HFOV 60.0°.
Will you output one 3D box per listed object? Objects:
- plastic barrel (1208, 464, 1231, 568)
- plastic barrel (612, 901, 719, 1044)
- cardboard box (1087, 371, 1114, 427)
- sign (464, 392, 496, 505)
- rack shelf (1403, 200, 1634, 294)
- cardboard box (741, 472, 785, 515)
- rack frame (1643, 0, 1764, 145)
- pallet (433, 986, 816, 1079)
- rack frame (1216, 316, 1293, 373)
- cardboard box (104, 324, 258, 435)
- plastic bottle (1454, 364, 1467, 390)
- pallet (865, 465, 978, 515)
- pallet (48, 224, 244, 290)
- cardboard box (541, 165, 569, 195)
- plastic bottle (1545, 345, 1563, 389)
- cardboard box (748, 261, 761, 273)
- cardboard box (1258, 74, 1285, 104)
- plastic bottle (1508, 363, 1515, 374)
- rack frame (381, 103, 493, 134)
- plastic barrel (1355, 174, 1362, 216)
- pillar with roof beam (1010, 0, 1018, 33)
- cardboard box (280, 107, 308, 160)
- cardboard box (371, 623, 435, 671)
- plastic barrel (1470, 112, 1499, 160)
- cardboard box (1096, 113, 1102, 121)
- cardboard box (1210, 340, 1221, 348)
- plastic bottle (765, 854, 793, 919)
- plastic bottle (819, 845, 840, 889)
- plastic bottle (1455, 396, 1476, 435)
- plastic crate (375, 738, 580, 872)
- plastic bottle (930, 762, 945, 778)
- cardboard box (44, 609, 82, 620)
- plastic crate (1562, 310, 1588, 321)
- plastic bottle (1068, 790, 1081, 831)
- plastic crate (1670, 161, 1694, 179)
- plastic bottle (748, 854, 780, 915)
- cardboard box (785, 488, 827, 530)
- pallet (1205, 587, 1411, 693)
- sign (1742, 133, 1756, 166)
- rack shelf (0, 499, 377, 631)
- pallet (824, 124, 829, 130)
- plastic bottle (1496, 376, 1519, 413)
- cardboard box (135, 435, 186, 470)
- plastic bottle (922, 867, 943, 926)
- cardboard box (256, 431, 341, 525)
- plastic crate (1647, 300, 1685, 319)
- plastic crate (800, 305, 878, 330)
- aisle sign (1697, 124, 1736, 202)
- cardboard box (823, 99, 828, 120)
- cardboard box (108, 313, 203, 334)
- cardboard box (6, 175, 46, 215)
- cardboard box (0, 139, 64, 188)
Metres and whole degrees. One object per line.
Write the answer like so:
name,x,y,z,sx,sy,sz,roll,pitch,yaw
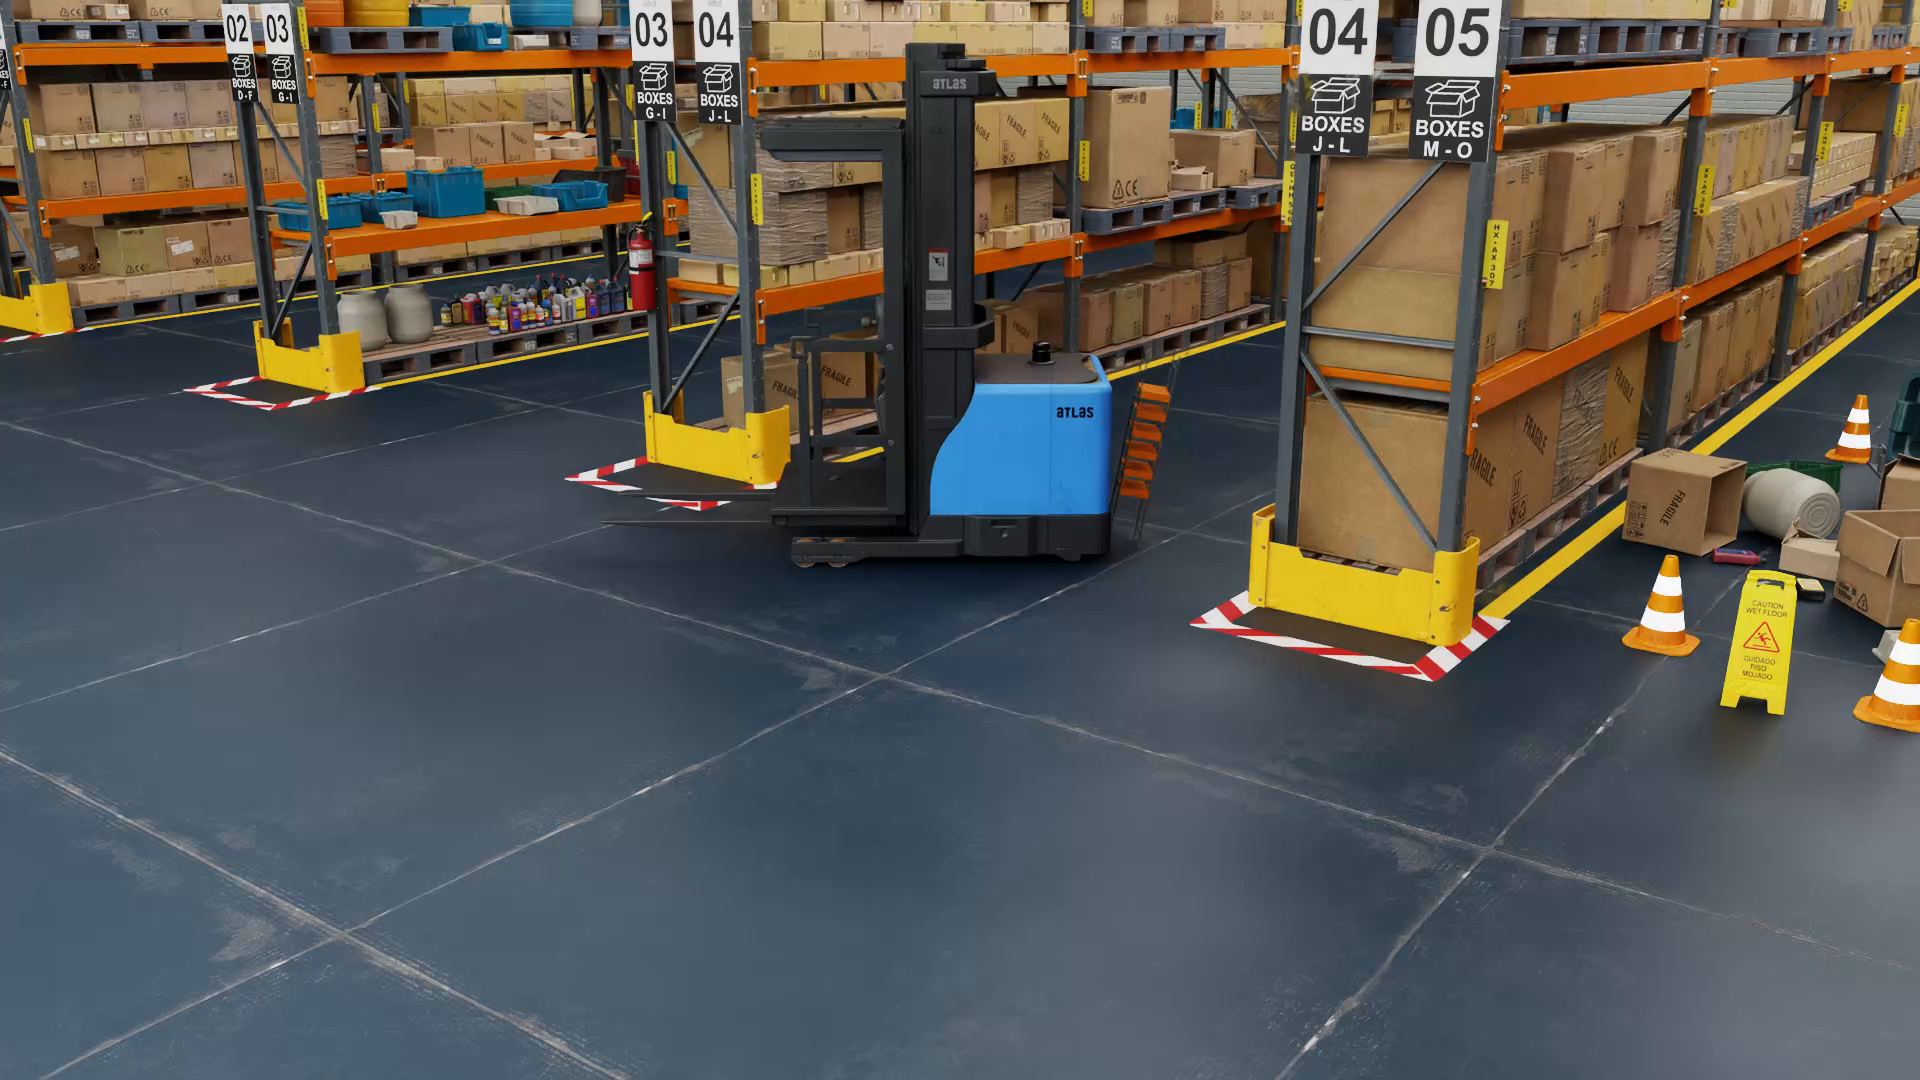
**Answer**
plastic barrel,-2.626,-4.012,17.878,0.433,0.535,0.433,0,17,0
plastic barrel,-5.126,-2.108,15.460,0.421,0.512,0.421,0,17,0
cardboard box,-2.645,-5.388,26.010,0.500,0.500,0.500,12,21,34
sign,-5.317,-4.144,13.458,0.100,0.325,0.005,12,21,35
rack shelf,0.203,-6.276,21.552,1.077,0.370,4.000,12,21,35
cardboard box,-5.687,-4.330,22.111,0.500,0.311,0.500,12,21,34
rack frame,3.778,-9.482,25.603,1.000,3.000,0.127,12,21,35
pallet,-5.260,-1.693,15.340,1.003,0.211,1.213,12,21,35
rack frame,-0.198,-7.493,29.314,1.000,3.000,0.127,12,21,35
cardboard box,-8.505,-4.837,18.404,0.700,0.500,0.500,12,21,35
plastic bottle,0.234,-5.233,22.371,0.097,0.201,0.097,0,17,0
pallet,-4.490,-4.427,24.143,1.003,0.211,1.213,12,21,35
pallet,-8.563,-5.528,18.078,1.003,0.211,1.213,12,21,35
cardboard box,-6.973,-6.341,20.093,0.500,0.250,0.500,15,23,40
plastic bottle,0.999,-5.320,22.399,0.144,0.351,0.185,12,21,35
cardboard box,-6.536,-7.174,28.676,0.380,0.149,0.250,13,21,35
cardboard box,-0.491,-9.325,28.303,0.700,0.500,0.500,12,21,35
plastic bottle,0.571,-5.175,22.066,0.097,0.271,0.097,0,17,0
rack frame,-7.348,-7.500,19.221,1.000,3.000,0.127,12,21,35
plastic barrel,-1.420,-6.177,19.831,0.421,0.512,0.421,0,17,0
pillar with roof beam,0.193,-11.267,31.354,9.100,9.000,0.400,12,21,35
cardboard box,-10.204,-7.600,23.724,0.500,0.500,0.500,12,21,33
cardboard box,-7.755,-3.256,19.598,0.500,0.250,0.500,12,21,35
plastic barrel,-0.054,-6.858,21.275,0.433,0.535,0.433,0,17,0
cardboard box,-2.510,-8.303,26.277,0.500,0.250,0.500,12,21,35
cardboard box,-1.048,-6.191,29.017,0.500,0.250,0.500,12,21,35
plastic bottle,-4.756,-2.270,16.334,0.061,0.283,0.133,12,21,35
plastic bottle,-4.540,-2.312,16.607,0.097,0.201,0.097,0,17,0
plastic bottle,-0.196,-4.808,20.878,0.152,0.276,0.135,12,21,35
plastic crate,-5.698,-2.907,14.797,0.499,0.251,0.616,12,21,35
plastic bottle,-4.085,-2.587,17.369,0.152,0.276,0.135,13,22,37
cardboard box,-9.067,-3.349,18.633,0.500,0.500,0.500,12,21,35
plastic crate,2.190,-6.034,24.961,0.293,0.136,0.466,12,21,35
plastic bottle,-3.338,-2.491,17.183,0.097,0.201,0.097,0,17,0
plastic crate,2.746,-7.387,24.361,0.437,0.136,0.530,12,21,35
plastic bottle,-4.841,-2.285,16.395,0.152,0.276,0.135,13,21,35
cardboard box,-5.387,-4.183,22.584,0.500,0.250,0.500,12,21,34
pallet,-1.482,-3.202,20.198,1.003,0.211,1.213,12,21,35
sign,4.229,-7.906,25.763,0.100,0.325,0.005,12,21,35
rack shelf,-8.540,-3.815,18.683,1.077,0.370,4.000,12,21,35
pallet,-5.339,-9.287,30.184,1.003,0.211,1.213,12,21,35
plastic bottle,0.355,-5.028,21.587,0.152,0.276,0.135,12,21,35
cardboard box,-8.559,-4.402,18.099,0.380,0.149,0.250,12,21,34
plastic bottle,-4.041,-2.243,16.269,0.097,0.271,0.097,0,17,0
cardboard box,-8.219,-4.330,18.961,0.700,0.500,0.500,13,21,35
plastic crate,3.253,-6.227,25.580,0.396,0.136,0.243,12,21,35
plastic crate,-4.531,-4.762,15.820,0.336,0.188,0.450,12,21,35
aisle sign,4.056,-7.823,25.995,0.394,0.787,0.004,12,21,35
cardboard box,-5.624,-9.261,29.325,0.500,0.250,0.500,12,21,34
cardboard box,-10.998,-5.882,23.217,0.700,0.500,0.500,12,21,35
cardboard box,-8.926,-5.793,17.987,0.500,0.311,0.500,16,23,41
cardboard box,-11.433,-6.834,21.934,0.500,0.500,0.500,13,22,36
